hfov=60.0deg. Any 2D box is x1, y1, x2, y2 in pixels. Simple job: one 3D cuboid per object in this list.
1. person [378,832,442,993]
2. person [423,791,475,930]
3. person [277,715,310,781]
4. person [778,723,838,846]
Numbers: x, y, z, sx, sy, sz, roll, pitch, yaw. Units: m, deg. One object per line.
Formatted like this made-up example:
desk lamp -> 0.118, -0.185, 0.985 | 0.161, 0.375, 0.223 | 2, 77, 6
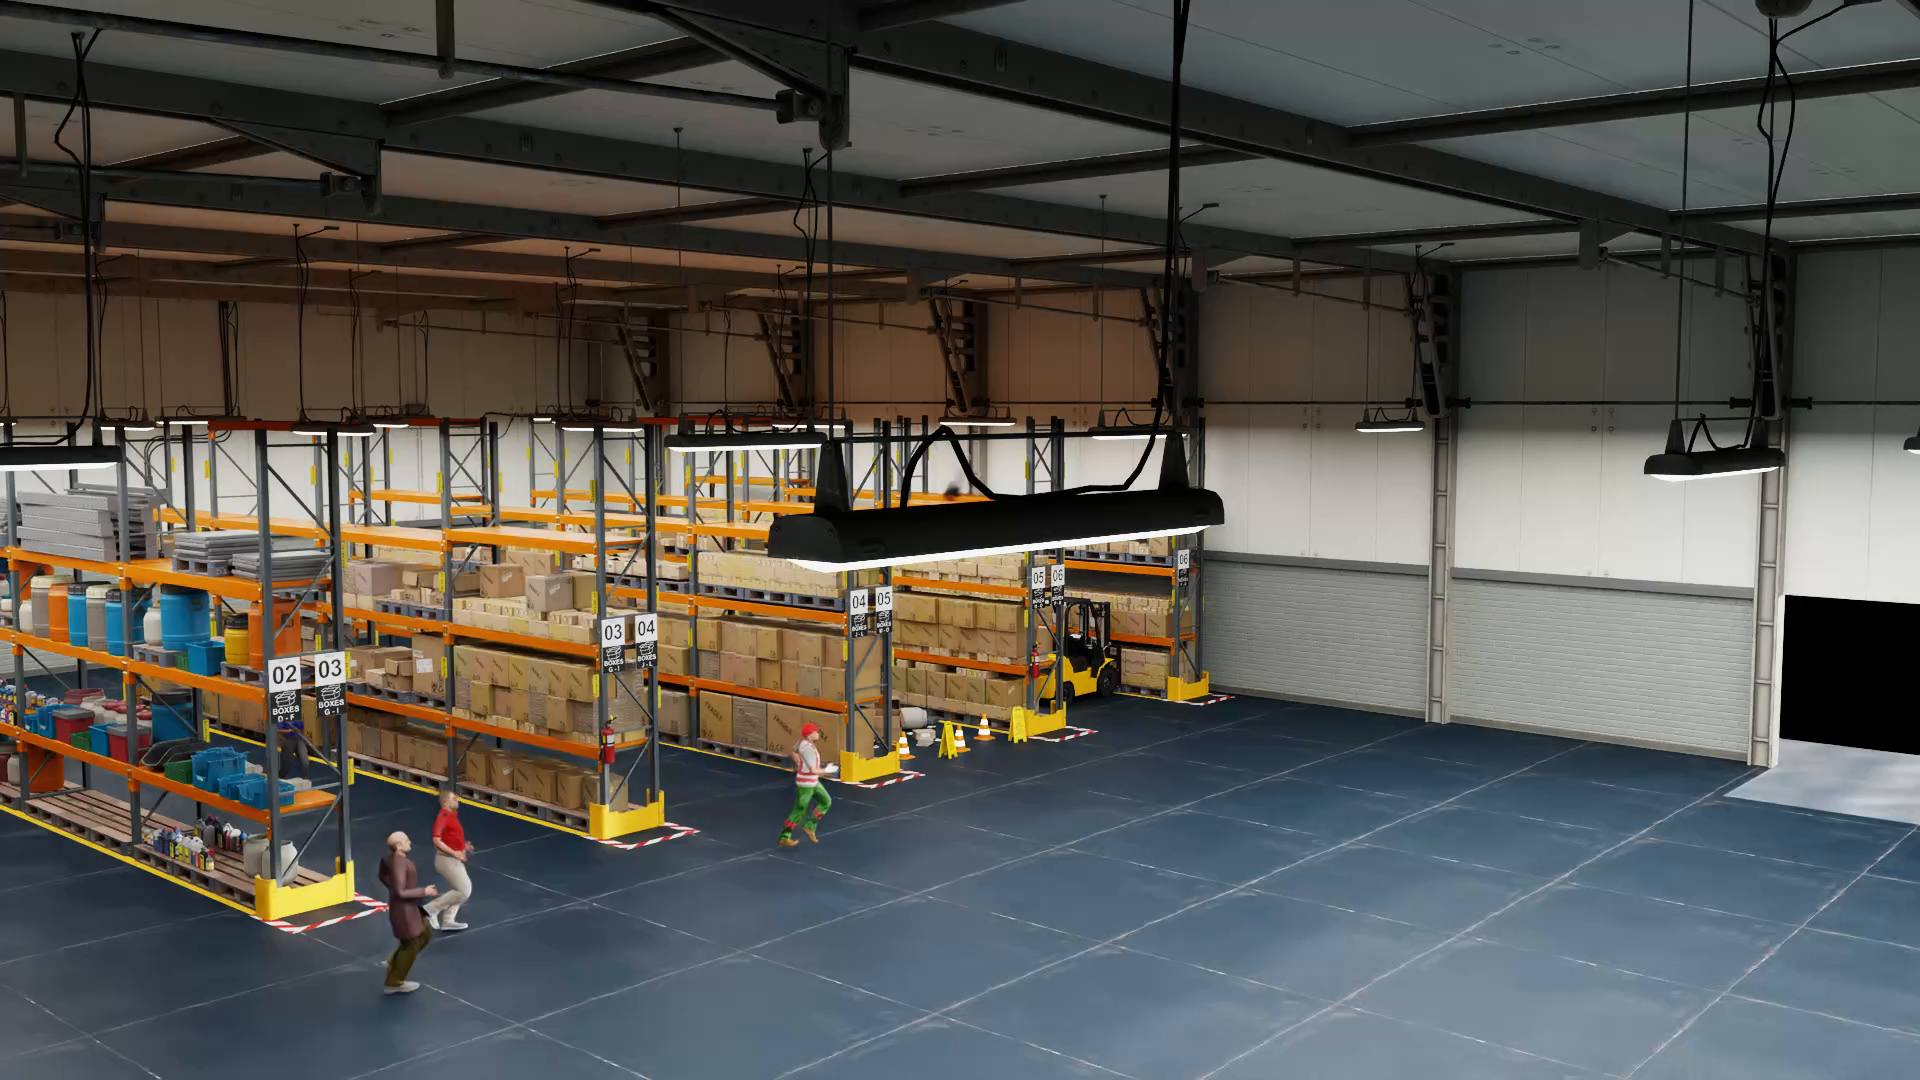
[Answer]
person -> -5.897, 3.969, 17.844 | 0.629, 1.736, 0.701 | -2, 5, -21
person -> -6.120, 3.838, 19.904 | 0.602, 1.677, 0.652 | -1, 5, -17
person -> -10.686, 3.292, 26.598 | 0.852, 1.703, 0.568 | 3, 6, 35
person -> -2.158, 3.467, 23.654 | 0.867, 1.762, 0.677 | 0, 5, -2
